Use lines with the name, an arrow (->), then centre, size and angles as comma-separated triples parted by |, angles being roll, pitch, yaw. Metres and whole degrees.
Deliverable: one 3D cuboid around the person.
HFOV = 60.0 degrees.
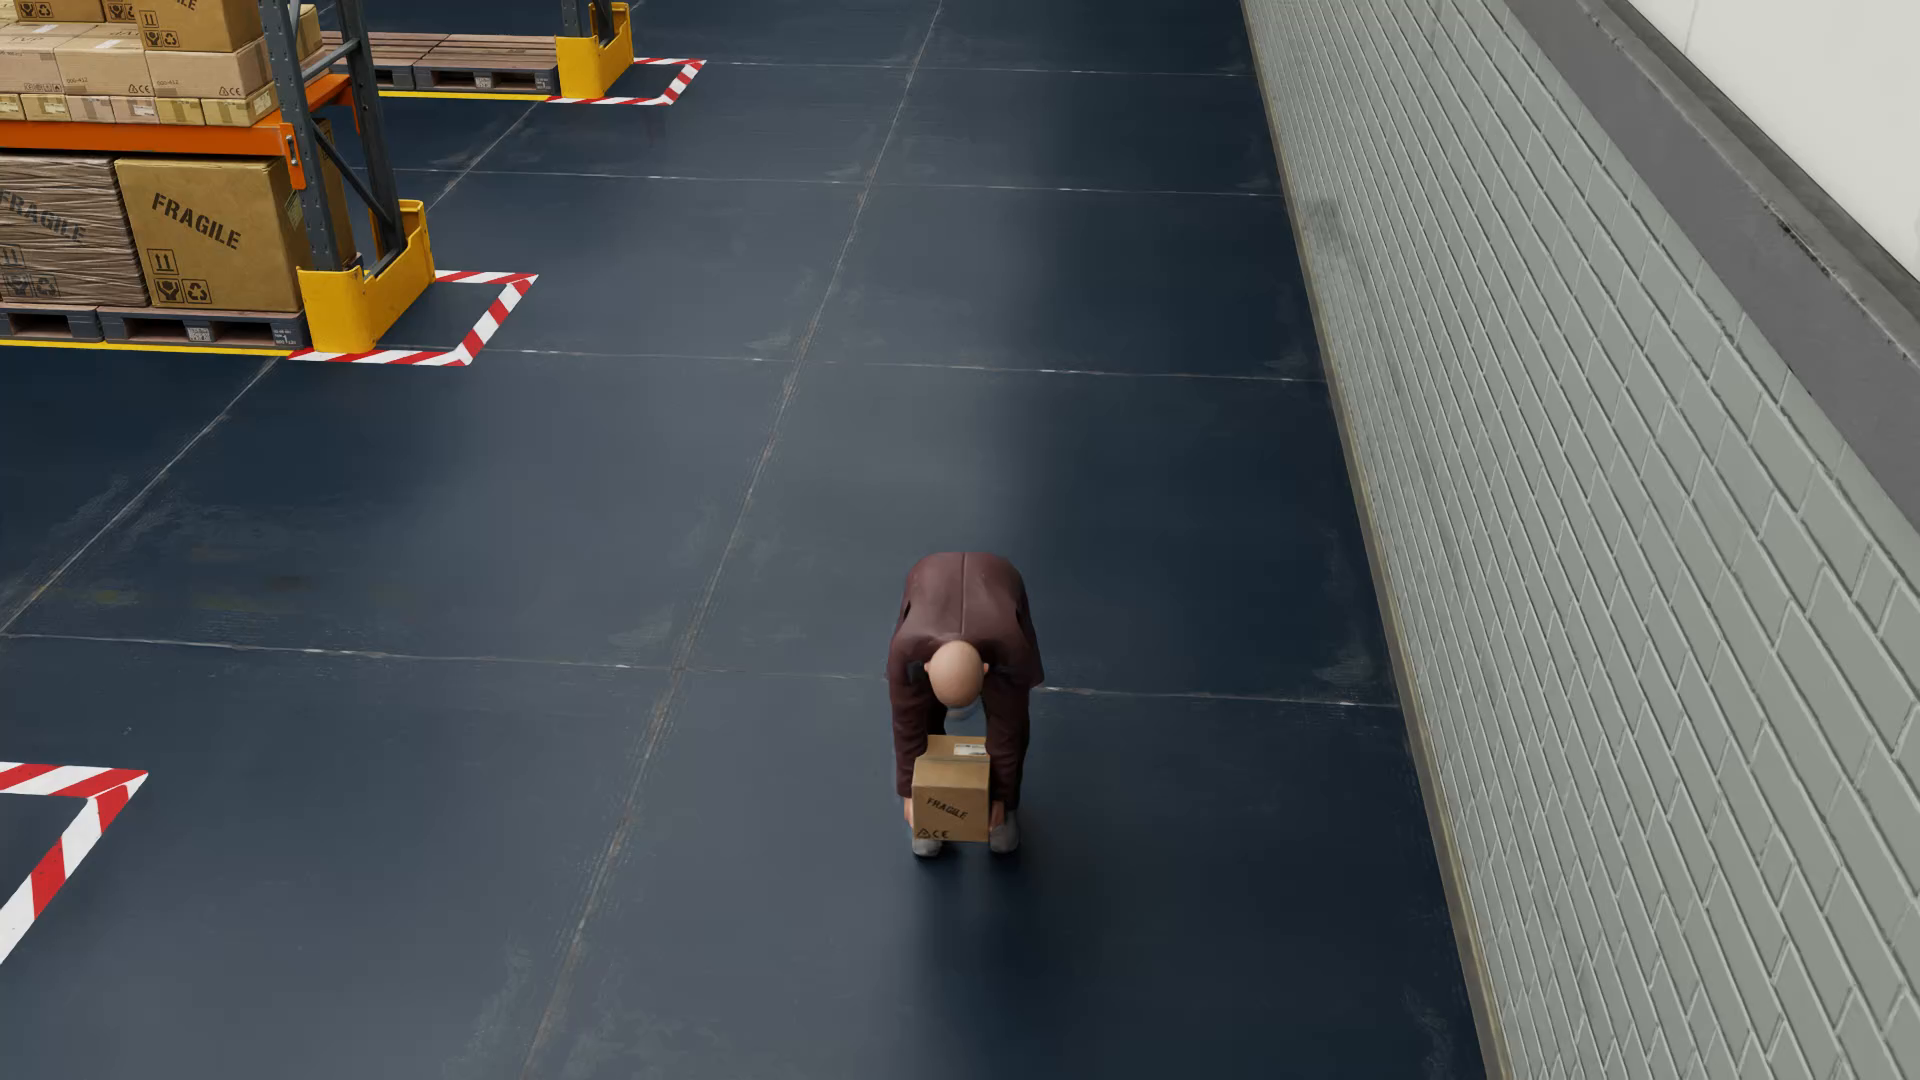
person -> 0.011, 0.410, 5.625 | 0.540, 1.634, 0.695 | 2, 32, 3
